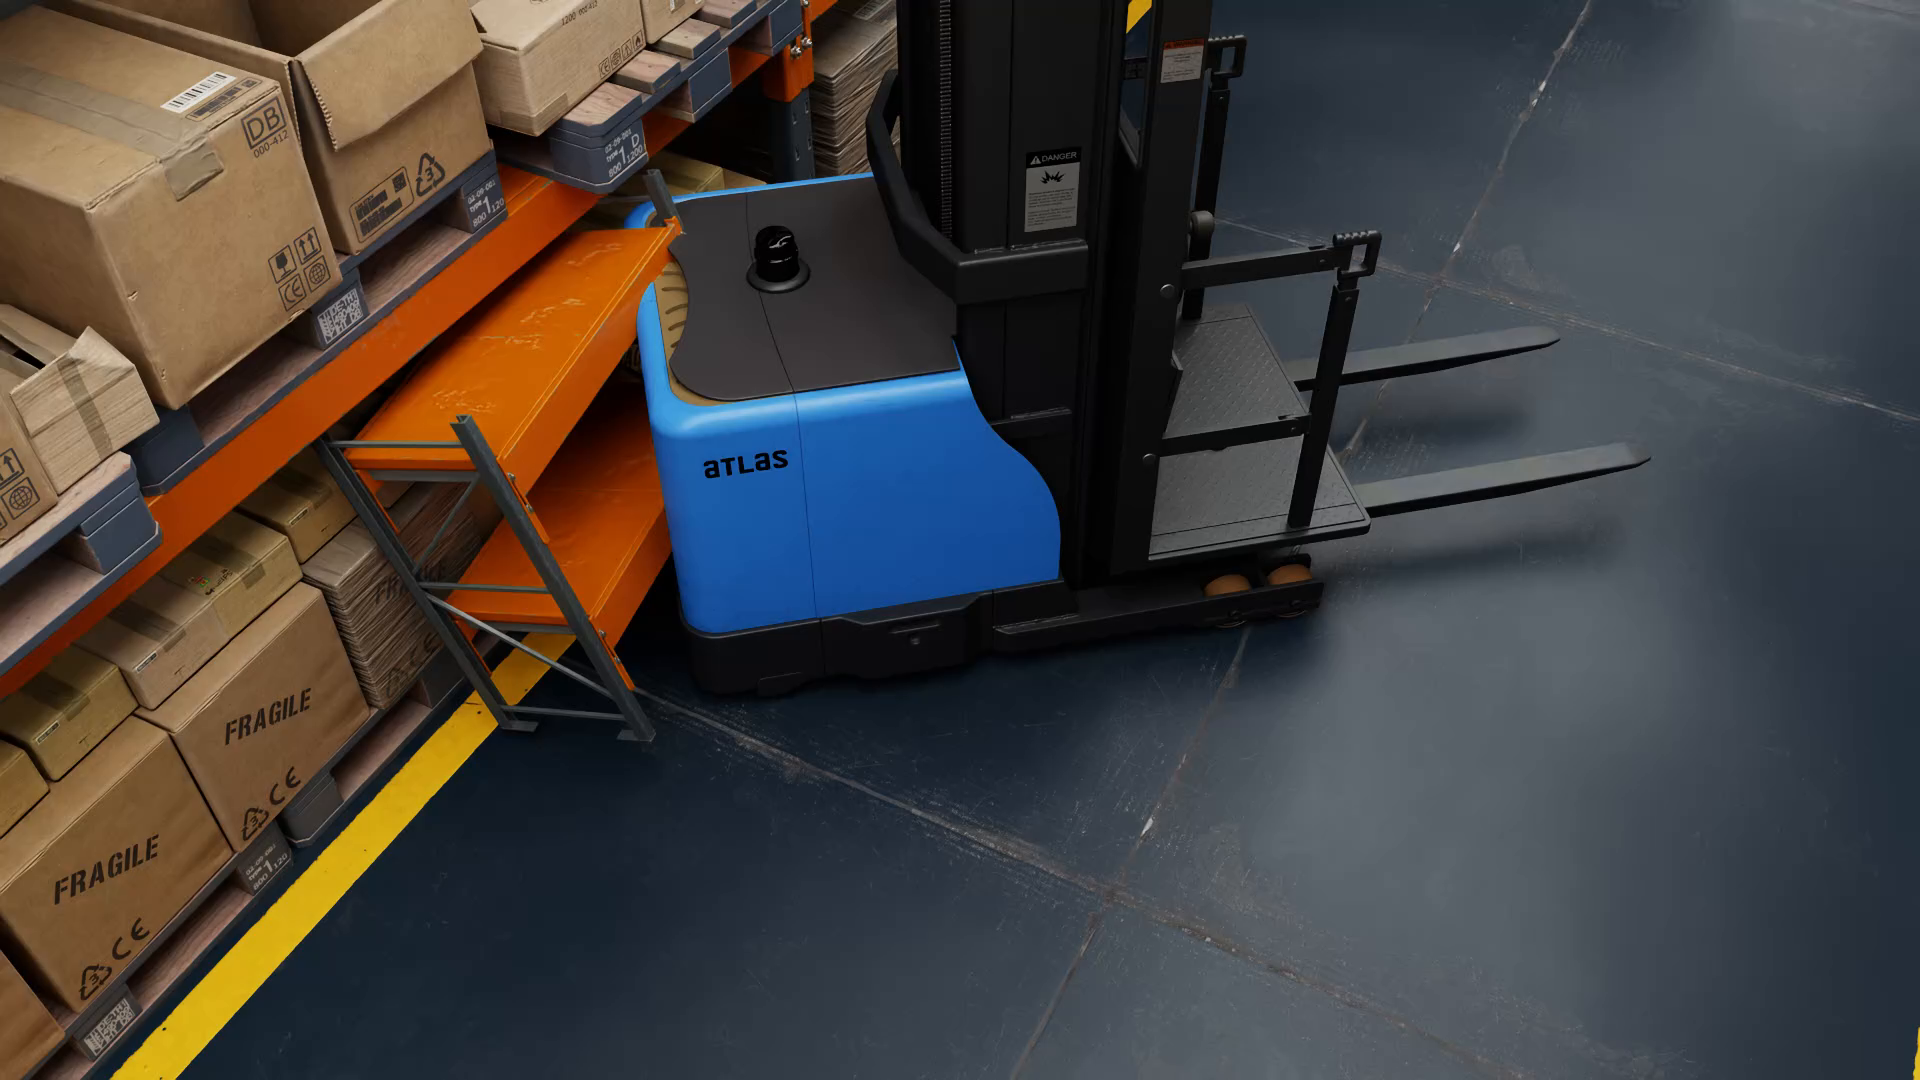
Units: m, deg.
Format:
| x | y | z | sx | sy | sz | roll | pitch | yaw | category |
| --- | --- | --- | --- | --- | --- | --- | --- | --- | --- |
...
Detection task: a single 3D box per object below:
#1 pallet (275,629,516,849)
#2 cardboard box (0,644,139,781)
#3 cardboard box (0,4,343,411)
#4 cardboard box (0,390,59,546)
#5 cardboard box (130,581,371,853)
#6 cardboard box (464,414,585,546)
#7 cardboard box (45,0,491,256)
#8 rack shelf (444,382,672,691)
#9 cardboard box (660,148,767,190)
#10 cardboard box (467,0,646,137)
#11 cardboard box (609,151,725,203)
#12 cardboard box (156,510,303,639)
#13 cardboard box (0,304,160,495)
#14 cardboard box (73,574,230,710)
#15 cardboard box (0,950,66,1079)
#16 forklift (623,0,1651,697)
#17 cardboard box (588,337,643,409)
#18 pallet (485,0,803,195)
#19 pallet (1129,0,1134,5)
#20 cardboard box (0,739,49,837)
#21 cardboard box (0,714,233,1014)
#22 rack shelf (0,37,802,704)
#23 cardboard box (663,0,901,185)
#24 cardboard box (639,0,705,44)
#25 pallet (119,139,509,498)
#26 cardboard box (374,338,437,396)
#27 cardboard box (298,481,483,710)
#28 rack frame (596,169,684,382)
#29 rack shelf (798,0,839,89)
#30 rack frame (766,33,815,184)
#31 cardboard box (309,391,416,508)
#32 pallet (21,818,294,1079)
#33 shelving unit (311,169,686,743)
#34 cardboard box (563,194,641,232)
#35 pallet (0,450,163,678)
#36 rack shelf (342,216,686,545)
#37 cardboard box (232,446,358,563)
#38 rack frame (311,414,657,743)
| x | y | z | sx | sy | sz | roll | pitch | yaw | category |
| --- | --- | --- | --- | --- | --- | --- | --- | --- | --- |
| -1.907 | 0.214 | 4.891 | 1.003 | 0.211 | 1.213 | 20 | 49 | 19 | pallet |
| -2.130 | 0.352 | 3.799 | 0.380 | 0.149 | 0.250 | 20 | 49 | 18 | cardboard box |
| -1.789 | -0.705 | 3.472 | 0.700 | 0.500 | 0.500 | 20 | 49 | 19 | cardboard box |
| -2.153 | -0.210 | 2.983 | 0.700 | 0.500 | 0.500 | 21 | 49 | 19 | cardboard box |
| -1.919 | 0.379 | 4.229 | 0.500 | 0.500 | 0.500 | 19 | 48 | 18 | cardboard box |
| -1.448 | -0.279 | 4.879 | 0.500 | 0.500 | 0.500 | 22 | 49 | 21 | cardboard box |
| -1.554 | -1.085 | 3.845 | 0.797 | 0.503 | 0.637 | 19 | 48 | 18 | cardboard box |
| -0.983 | -0.053 | 4.714 | 0.538 | 0.278 | 1.000 | 2 | 45 | 23 | rack shelf |
| -0.966 | -0.922 | 5.514 | 0.500 | 0.500 | 0.500 | 22 | 49 | 20 | cardboard box |
| -1.163 | -1.314 | 4.249 | 0.500 | 0.250 | 0.500 | 18 | 48 | 17 | cardboard box |
| -0.965 | -1.092 | 5.227 | 0.380 | 0.149 | 0.250 | 18 | 48 | 17 | cardboard box |
| -1.864 | 0.051 | 4.096 | 0.380 | 0.149 | 0.250 | 22 | 49 | 20 | cardboard box |
| -1.832 | -0.319 | 3.256 | 0.396 | 0.266 | 0.258 | 23 | 50 | 21 | cardboard box |
| -1.981 | 0.207 | 3.943 | 0.380 | 0.149 | 0.250 | 20 | 49 | 19 | cardboard box |
| -2.393 | 1.030 | 3.585 | 0.500 | 0.500 | 0.500 | 22 | 49 | 21 | cardboard box |
| 0.610 | -1.127 | 4.303 | 3.031 | 2.935 | 1.130 | -9 | 46 | -9 | forklift |
| -1.207 | -0.610 | 5.206 | 0.500 | 0.500 | 0.500 | 20 | 49 | 18 | cardboard box |
| -1.212 | -1.473 | 4.731 | 1.213 | 0.211 | 1.003 | 20 | 49 | 19 | pallet |
| 0.590 | -3.053 | 8.119 | 1.003 | 0.211 | 1.213 | 20 | 49 | 19 | pallet |
| -2.245 | 0.529 | 3.624 | 0.380 | 0.149 | 0.250 | 18 | 48 | 17 | cardboard box |
| -2.154 | 0.692 | 3.920 | 0.500 | 0.500 | 0.500 | 20 | 49 | 19 | cardboard box |
| -1.888 | -0.477 | 4.119 | 1.077 | 0.370 | 4.000 | 20 | 49 | 19 | rack shelf |
| -0.658 | -1.691 | 6.187 | 0.875 | 0.625 | 0.625 | 22 | 49 | 20 | cardboard box |
| -0.925 | -1.509 | 4.514 | 0.380 | 0.149 | 0.250 | 21 | 49 | 20 | cardboard box |
| -1.858 | -0.696 | 3.964 | 1.003 | 0.211 | 1.213 | 20 | 49 | 19 | pallet |
| -1.503 | -0.450 | 4.592 | 0.380 | 0.149 | 0.250 | 20 | 49 | 18 | cardboard box |
| -1.672 | 0.054 | 4.550 | 0.500 | 0.500 | 0.500 | 19 | 48 | 18 | cardboard box |
| -0.892 | -0.582 | 4.889 | 0.500 | 1.125 | 0.032 | 2 | 45 | 23 | rack frame |
| -0.031 | -2.997 | 6.609 | 1.077 | 0.370 | 4.000 | 20 | 49 | 19 | rack shelf |
| -0.960 | -1.990 | 5.108 | 1.000 | 3.000 | 0.127 | 20 | 49 | 19 | rack frame |
| -1.605 | -0.266 | 4.410 | 0.380 | 0.149 | 0.250 | 18 | 48 | 17 | cardboard box |
| -2.472 | 0.985 | 4.128 | 1.003 | 0.211 | 1.213 | 20 | 49 | 19 | pallet |
| -1.045 | -0.229 | 4.557 | 0.538 | 1.125 | 1.048 | 2 | 45 | 23 | shelving unit |
| -1.064 | -0.910 | 5.047 | 0.380 | 0.149 | 0.250 | 18 | 48 | 17 | cardboard box |
| -2.349 | 0.130 | 3.148 | 1.003 | 0.211 | 1.213 | 20 | 49 | 19 | pallet |
| -1.120 | -0.440 | 4.368 | 0.538 | 0.278 | 1.000 | 2 | 45 | 23 | rack shelf |
| -1.764 | -0.128 | 4.274 | 0.380 | 0.149 | 0.250 | 21 | 49 | 19 | cardboard box |
| -1.199 | 0.124 | 4.224 | 0.500 | 1.125 | 0.032 | 2 | 45 | 23 | rack frame |
